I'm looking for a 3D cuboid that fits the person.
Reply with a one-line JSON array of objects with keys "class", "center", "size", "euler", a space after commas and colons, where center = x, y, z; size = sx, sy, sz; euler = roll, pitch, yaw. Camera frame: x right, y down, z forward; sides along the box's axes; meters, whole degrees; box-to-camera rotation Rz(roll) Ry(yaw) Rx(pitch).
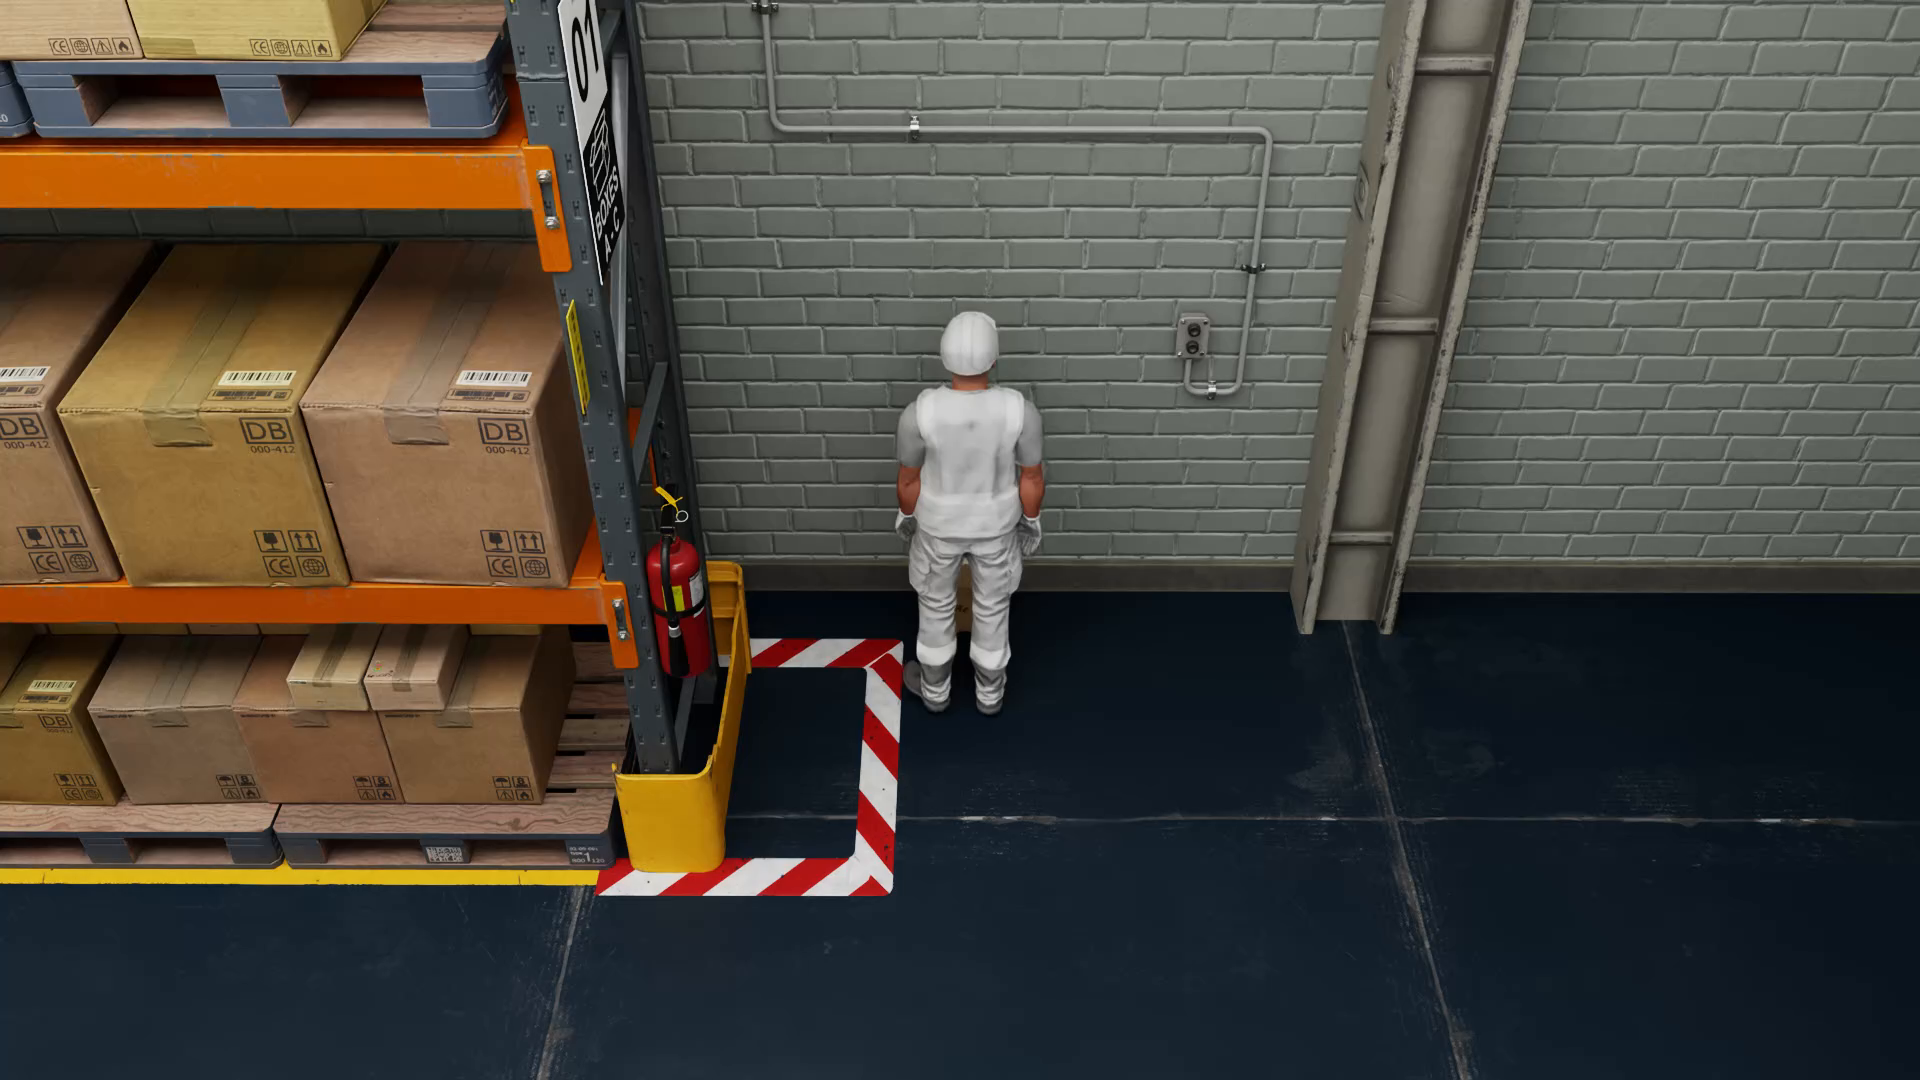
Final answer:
[{"class": "person", "center": [0.033, -0.073, 6.202], "size": [0.554, 1.800, 0.325], "euler": [-1, 39, -1]}]
